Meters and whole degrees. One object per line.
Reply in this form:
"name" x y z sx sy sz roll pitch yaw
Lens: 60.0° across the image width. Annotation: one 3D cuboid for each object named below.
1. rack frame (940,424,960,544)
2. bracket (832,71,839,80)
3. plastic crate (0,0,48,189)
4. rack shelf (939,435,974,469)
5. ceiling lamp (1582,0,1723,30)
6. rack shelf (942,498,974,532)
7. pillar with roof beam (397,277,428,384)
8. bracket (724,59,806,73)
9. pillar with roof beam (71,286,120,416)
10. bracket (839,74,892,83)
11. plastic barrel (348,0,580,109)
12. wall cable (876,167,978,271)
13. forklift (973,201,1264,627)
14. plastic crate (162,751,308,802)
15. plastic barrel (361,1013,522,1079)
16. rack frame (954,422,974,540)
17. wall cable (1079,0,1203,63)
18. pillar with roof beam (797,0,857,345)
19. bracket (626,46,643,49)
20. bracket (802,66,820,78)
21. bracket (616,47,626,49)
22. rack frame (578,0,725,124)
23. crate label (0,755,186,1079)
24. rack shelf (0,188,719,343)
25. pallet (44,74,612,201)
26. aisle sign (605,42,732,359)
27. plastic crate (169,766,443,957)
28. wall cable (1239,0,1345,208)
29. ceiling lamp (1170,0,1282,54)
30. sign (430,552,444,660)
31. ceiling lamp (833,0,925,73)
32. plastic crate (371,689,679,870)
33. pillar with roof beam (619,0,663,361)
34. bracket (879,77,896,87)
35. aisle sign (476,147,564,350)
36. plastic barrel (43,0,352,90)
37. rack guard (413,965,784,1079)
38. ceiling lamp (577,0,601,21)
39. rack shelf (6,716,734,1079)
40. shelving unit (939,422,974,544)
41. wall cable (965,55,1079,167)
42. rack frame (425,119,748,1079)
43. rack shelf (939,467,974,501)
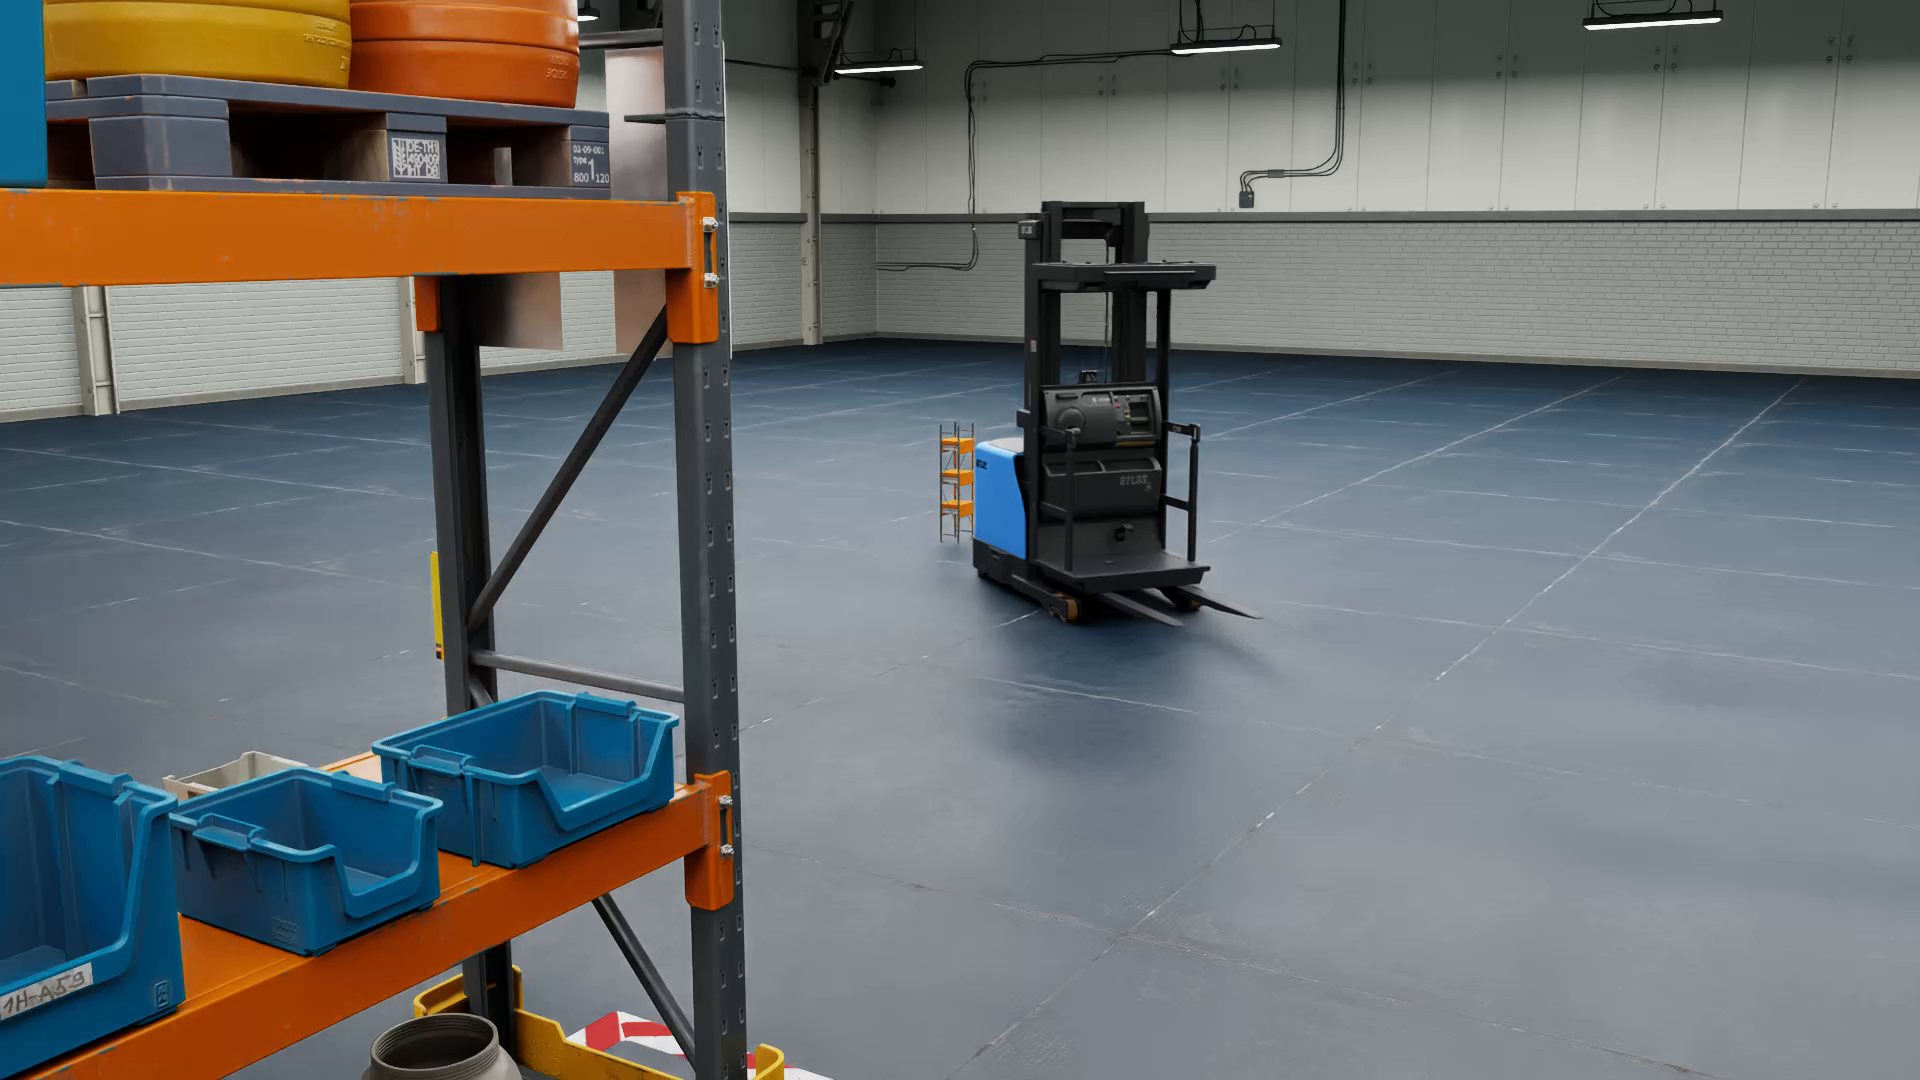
"rack frame" -0.091 -0.488 14.625 0.200 1.050 0.008 6 12 31
"bracket" -3.033 -10.949 39.119 0.235 0.232 0.430 6 12 31
"plastic crate" -1.781 -0.749 2.612 0.392 0.384 0.575 6 12 31
"rack shelf" -0.028 -0.776 14.677 0.215 0.259 0.240 6 12 31
"ceiling lamp" 10.851 -9.576 25.701 2.000 3.185 0.800 6 12 31
"rack shelf" -0.028 -0.224 14.780 0.215 0.259 0.240 6 12 31
"pillar with roof beam" -6.103 -6.850 27.005 9.100 9.000 0.548 6 12 31
"bracket" -4.802 -10.414 36.257 0.076 0.066 4.783 6 12 31
"pillar with roof beam" -9.218 -5.907 21.964 9.100 9.000 0.400 6 12 31
"bracket" -2.109 -11.229 40.613 0.076 0.066 3.189 6 12 31
"plastic barrel" -1.192 -1.415 3.815 0.600 0.830 0.708 6 12 31
"wall cable" -0.892 -7.959 41.368 3.097 2.526 0.112 6 12 31
"forklift" 1.126 -0.948 11.966 1.130 2.935 3.031 -4 11 -22
"plastic crate" -1.788 0.628 4.079 0.298 0.136 0.250 6 12 31
"plastic barrel" -1.325 1.516 4.241 0.421 0.512 0.421 0 11 0
"rack frame" 0.036 -0.527 14.830 0.200 1.050 0.008 6 12 31
"wall cable" 4.065 -12.123 37.525 3.097 2.526 0.112 6 12 31
"pillar with roof beam" 0.127 -8.737 37.085 9.100 9.000 0.548 6 12 31
"bracket" -6.579 -9.875 33.381 0.235 0.232 0.430 6 12 31
"bracket" -3.464 -10.819 38.421 0.235 0.232 0.430 6 12 31
"bracket" -7.917 -9.470 31.217 0.076 0.066 4.783 6 12 31
"rack frame" -1.048 -2.560 4.091 1.000 3.000 0.127 6 12 31
"crate label" -1.773 0.686 2.955 0.502 0.435 0.616 6 12 31
"rack shelf" -2.087 -0.418 2.753 1.077 0.370 4.000 6 12 31
"pallet" -1.562 -0.872 3.739 1.003 0.211 1.213 6 12 31
"aisle sign" -0.757 -0.872 4.312 0.394 0.787 0.004 6 12 31
"plastic crate" -1.395 0.670 3.541 0.499 0.251 0.408 6 12 31
"wall cable" 7.213 -10.248 35.912 2.305 6.003 0.169 6 12 31
"ceiling lamp" 4.817 -10.250 29.304 2.000 3.185 0.800 6 12 31
"sign" -1.516 0.199 4.902 0.100 0.325 0.005 6 12 31
"ceiling lamp" -1.499 -10.956 33.075 2.000 3.185 0.800 6 12 31
"plastic crate" -1.053 0.569 4.083 0.499 0.251 0.616 6 12 31
"pillar with roof beam" -2.988 -7.794 32.045 9.100 9.000 0.548 6 12 31
"bracket" -1.803 -11.322 41.110 0.235 0.232 0.430 6 12 31
"aisle sign" -1.261 -0.929 4.613 0.394 0.787 0.004 6 12 31
"plastic barrel" -1.532 -1.194 3.288 0.600 0.588 0.600 0 11 0
"rack guard" -1.048 1.633 4.785 1.175 0.500 0.348 6 12 31
"ceiling lamp" -6.229 -9.524 25.422 2.000 3.185 0.800 6 12 31
"rack shelf" -2.087 1.057 3.029 1.077 0.370 4.000 6 12 31
"shelving unit" -0.028 -0.508 14.727 0.215 1.050 0.252 6 12 31
"wall cable" 1.420 -10.183 39.523 3.097 2.526 0.112 6 12 31
"rack frame" -1.048 0.388 4.643 1.000 3.000 0.127 6 12 31
"rack shelf" -0.028 -0.497 14.729 0.215 0.259 0.240 6 12 31
